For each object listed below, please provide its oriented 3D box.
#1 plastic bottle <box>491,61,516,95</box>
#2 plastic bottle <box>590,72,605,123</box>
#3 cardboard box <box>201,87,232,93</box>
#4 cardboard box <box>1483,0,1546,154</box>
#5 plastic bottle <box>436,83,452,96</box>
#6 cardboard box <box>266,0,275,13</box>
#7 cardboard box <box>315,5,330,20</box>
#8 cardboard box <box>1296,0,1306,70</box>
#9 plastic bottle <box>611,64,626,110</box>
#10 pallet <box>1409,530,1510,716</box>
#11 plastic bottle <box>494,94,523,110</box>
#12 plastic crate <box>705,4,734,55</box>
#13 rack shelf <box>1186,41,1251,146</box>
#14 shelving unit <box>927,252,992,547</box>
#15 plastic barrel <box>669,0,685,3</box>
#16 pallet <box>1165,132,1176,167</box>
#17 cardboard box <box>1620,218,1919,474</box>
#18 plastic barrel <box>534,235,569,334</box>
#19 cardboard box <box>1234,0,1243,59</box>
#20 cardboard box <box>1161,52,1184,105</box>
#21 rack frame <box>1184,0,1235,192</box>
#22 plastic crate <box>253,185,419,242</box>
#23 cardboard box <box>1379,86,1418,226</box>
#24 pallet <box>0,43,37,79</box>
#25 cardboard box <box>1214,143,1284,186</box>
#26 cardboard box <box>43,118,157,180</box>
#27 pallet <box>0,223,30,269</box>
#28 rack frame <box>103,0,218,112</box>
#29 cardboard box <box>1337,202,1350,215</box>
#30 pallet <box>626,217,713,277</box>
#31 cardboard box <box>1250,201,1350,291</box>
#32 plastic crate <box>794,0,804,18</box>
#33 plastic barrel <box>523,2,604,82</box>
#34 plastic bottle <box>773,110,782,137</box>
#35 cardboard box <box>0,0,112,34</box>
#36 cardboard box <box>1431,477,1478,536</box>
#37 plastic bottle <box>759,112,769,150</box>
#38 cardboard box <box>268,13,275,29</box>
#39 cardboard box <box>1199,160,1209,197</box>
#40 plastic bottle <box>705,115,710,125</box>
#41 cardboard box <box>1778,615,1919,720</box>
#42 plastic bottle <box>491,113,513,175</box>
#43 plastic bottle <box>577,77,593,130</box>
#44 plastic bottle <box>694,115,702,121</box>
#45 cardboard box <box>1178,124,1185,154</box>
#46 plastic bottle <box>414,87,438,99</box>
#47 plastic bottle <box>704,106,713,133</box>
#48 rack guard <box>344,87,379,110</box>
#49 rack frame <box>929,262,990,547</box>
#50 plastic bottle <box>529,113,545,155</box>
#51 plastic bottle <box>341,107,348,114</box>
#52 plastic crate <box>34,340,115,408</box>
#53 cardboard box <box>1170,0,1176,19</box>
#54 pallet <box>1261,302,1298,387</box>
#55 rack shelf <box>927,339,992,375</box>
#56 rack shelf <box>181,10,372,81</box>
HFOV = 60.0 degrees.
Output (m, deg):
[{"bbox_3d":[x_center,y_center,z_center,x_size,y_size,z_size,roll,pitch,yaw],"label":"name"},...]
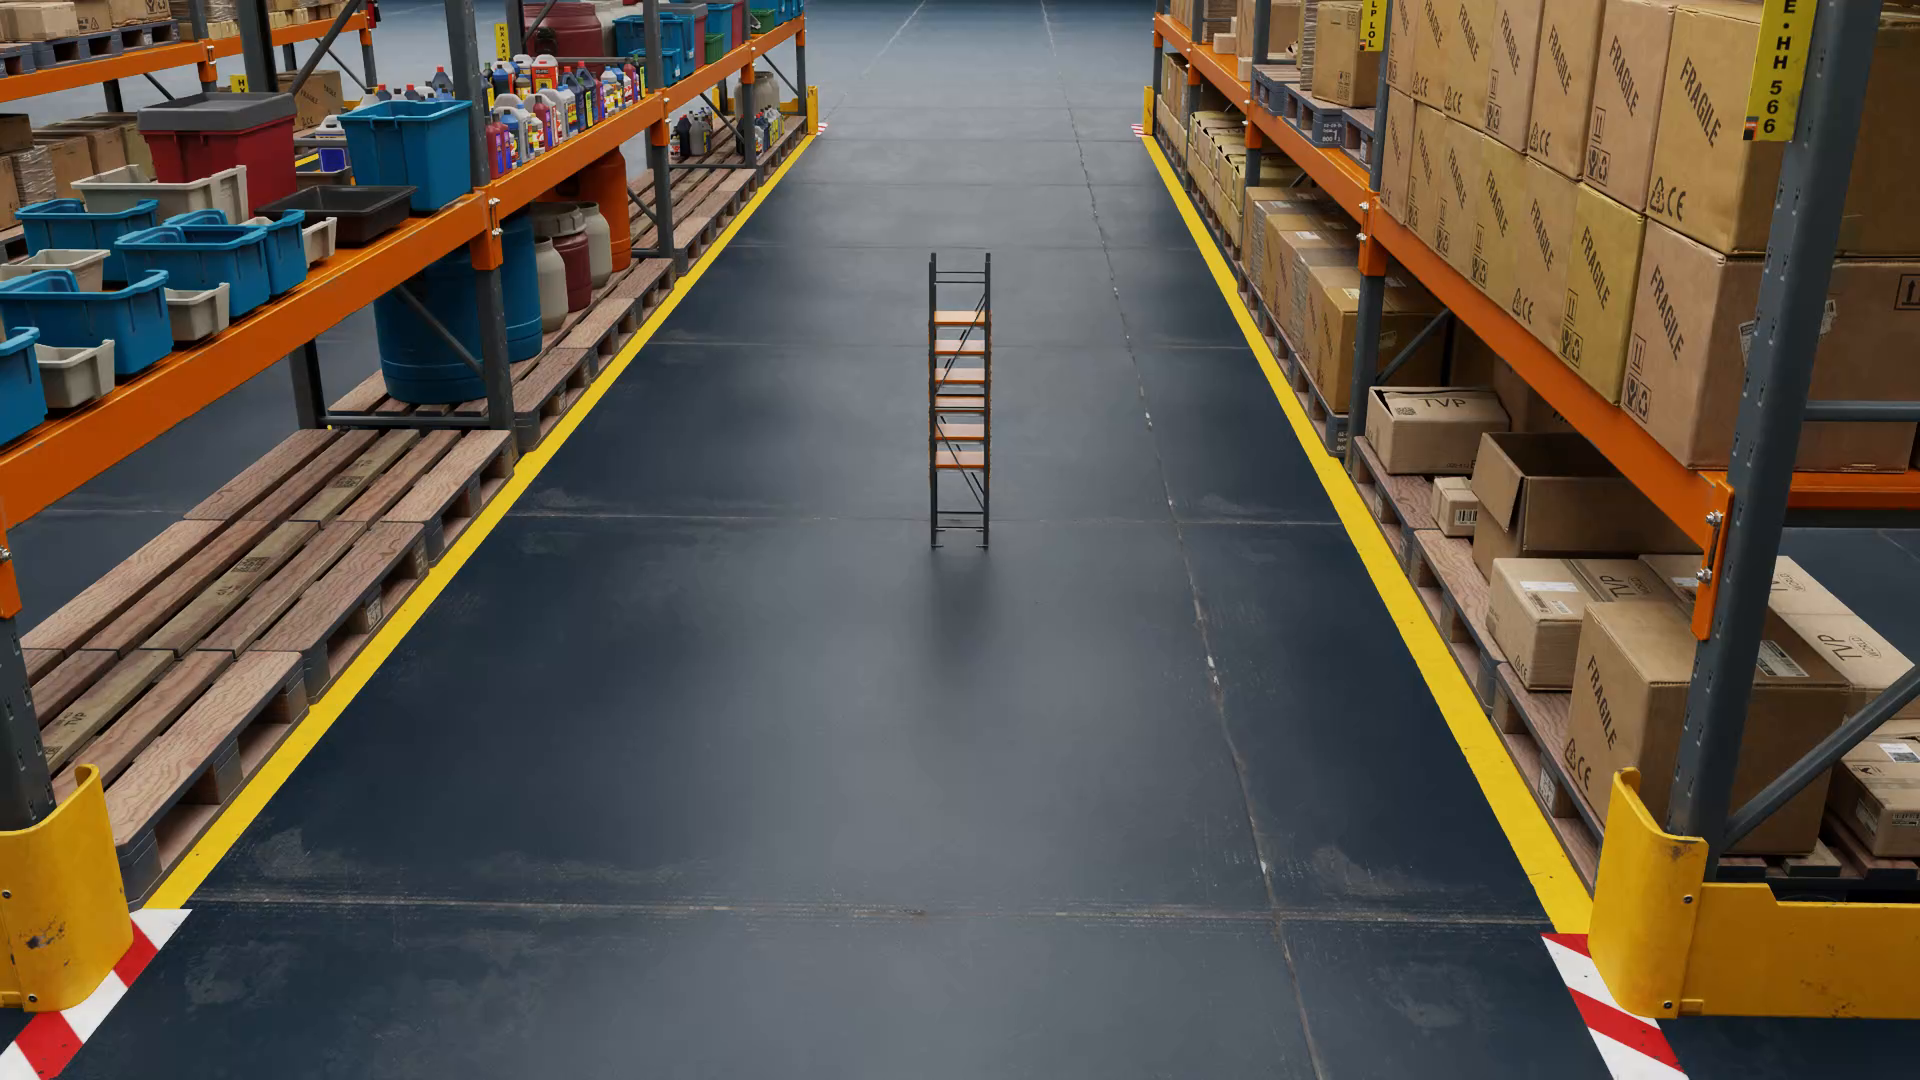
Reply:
[{"bbox_3d":[-2.857,-2.837,10.365,0.152,0.276,0.135,1,21,2],"label":"plastic bottle"},{"bbox_3d":[-2.127,-2.596,9.734,0.061,0.283,0.133,1,21,2],"label":"plastic bottle"},{"bbox_3d":[-7.333,-4.323,16.898,0.500,0.500,0.500,-1,21,-3],"label":"cardboard box"},{"bbox_3d":[1.981,-1.499,5.225,0.500,0.500,0.500,1,21,3],"label":"cardboard box"},{"bbox_3d":[-2.861,-2.391,9.223,0.097,0.271,0.097,0,21,0],"label":"plastic bottle"},{"bbox_3d":[-7.295,-5.425,16.315,0.875,0.500,0.500,1,21,2],"label":"cardboard box"},{"bbox_3d":[-7.003,-5.668,17.837,0.380,0.149,0.250,1,21,2],"label":"cardboard box"},{"bbox_3d":[2.538,-3.172,10.339,0.700,0.500,0.500,-7,22,-16],"label":"cardboard box"},{"bbox_3d":[-2.127,-2.808,10.298,0.097,0.271,0.097,0,21,0],"label":"plastic bottle"},{"bbox_3d":[2.267,0.278,6.021,1.003,0.211,1.213,1,21,2],"label":"pallet"},{"bbox_3d":[-2.357,-2.210,8.750,0.152,0.276,0.135,1,21,2],"label":"plastic bottle"},{"bbox_3d":[-2.107,-4.251,13.861,0.392,0.384,0.575,1,21,2],"label":"plastic crate"},{"bbox_3d":[2.505,-3.547,13.017,1.077,0.370,4.000,1,21,2],"label":"rack shelf"},{"bbox_3d":[0.000,-0.565,6.825,0.258,1.200,0.189,1,21,2],"label":"shelving unit"},{"bbox_3d":[-2.699,-4.758,14.453,0.600,0.901,0.708,1,21,2],"label":"plastic barrel"},{"bbox_3d":[2.667,-4.035,17.135,1.003,0.211,1.213,1,21,2],"label":"pallet"},{"bbox_3d":[1.943,-0.478,3.976,0.500,0.500,0.500,1,21,3],"label":"cardboard box"},{"bbox_3d":[-2.466,-1.460,9.504,0.421,0.512,0.421,0,21,0],"label":"plastic barrel"},{"bbox_3d":[2.511,-4.184,13.527,0.500,0.500,0.500,2,21,6],"label":"cardboard box"},{"bbox_3d":[2.436,-4.943,17.805,0.500,0.500,0.500,1,21,2],"label":"cardboard box"},{"bbox_3d":[2.566,-4.605,14.751,1.000,3.000,0.127,1,21,2],"label":"rack frame"},{"bbox_3d":[-2.394,-1.260,6.428,0.437,0.125,0.590,1,21,2],"label":"plastic crate"},{"bbox_3d":[2.035,-1.578,6.811,0.500,0.500,0.500,1,21,3],"label":"cardboard box"},{"bbox_3d":[-7.542,-3.439,12.010,1.213,0.211,1.003,1,21,2],"label":"pallet"},{"bbox_3d":[2.242,-2.897,12.793,0.500,0.311,0.500,0,21,1],"label":"cardboard box"},{"bbox_3d":[-7.409,-3.361,14.392,0.700,0.500,0.500,1,21,1],"label":"cardboard box"},{"bbox_3d":[-7.432,-2.252,12.540,1.003,0.211,1.213,1,21,2],"label":"pallet"},{"bbox_3d":[-7.335,-4.715,15.035,1.000,3.000,0.127,1,21,2],"label":"rack frame"},{"bbox_3d":[2.651,-1.858,10.518,0.500,0.500,0.500,1,21,4],"label":"cardboard box"},{"bbox_3d":[-2.444,-2.194,12.393,1.003,0.211,1.213,1,21,2],"label":"pallet"},{"bbox_3d":[2.135,-1.848,10.492,0.500,0.500,0.500,0,21,0],"label":"cardboard box"},{"bbox_3d":[-1.979,-5.854,18.174,0.499,0.251,0.616,1,21,2],"label":"plastic crate"},{"bbox_3d":[-2.795,-3.449,11.584,0.600,0.536,0.708,1,21,2],"label":"plastic barrel"},{"bbox_3d":[-1.916,-4.283,17.077,0.152,0.276,0.135,1,21,2],"label":"plastic bottle"},{"bbox_3d":[-7.296,-4.332,13.323,0.797,0.503,0.637,3,21,7],"label":"cardboard box"},{"bbox_3d":[2.078,-0.135,6.538,0.380,0.166,0.250,1,21,2],"label":"cardboard box"},{"bbox_3d":[-1.940,-3.987,16.211,0.144,0.351,0.185,0,21,-1],"label":"plastic bottle"},{"bbox_3d":[-7.015,-5.125,16.438,0.380,0.149,0.250,1,21,2],"label":"cardboard box"},{"bbox_3d":[2.276,-3.004,13.844,0.500,0.250,0.500,0,21,0],"label":"cardboard box"},{"bbox_3d":[-2.522,-4.080,16.543,0.061,0.283,0.133,1,21,2],"label":"plastic bottle"},{"bbox_3d":[2.517,0.436,4.951,0.500,0.250,0.500,1,21,2],"label":"cardboard box"},{"bbox_3d":[-2.186,-1.890,7.915,0.061,0.283,0.133,1,21,2],"label":"plastic bottle"},{"bbox_3d":[-2.137,-2.481,9.438,0.061,0.283,0.133,1,21,2],"label":"plastic bottle"},{"bbox_3d":[-2.629,-4.077,16.547,0.152,0.276,0.135,1,21,3],"label":"plastic bottle"},{"bbox_3d":[2.387,-3.870,16.076,0.500,0.250,0.500,1,21,2],"label":"cardboard box"},{"bbox_3d":[-2.902,-2.304,8.991,0.152,0.276,0.135,1,21,2],"label":"plastic bottle"},{"bbox_3d":[-2.630,-4.388,17.355,0.097,0.271,0.097,0,21,0],"label":"plastic bottle"},{"bbox_3d":[-7.216,-4.969,19.144,1.175,0.500,0.348,1,21,2],"label":"rack guard"},{"bbox_3d":[-0.002,-0.532,6.740,0.240,1.200,0.006,1,21,2],"label":"rack frame"},{"bbox_3d":[-2.185,-2.083,8.526,0.097,0.201,0.097,0,21,0],"label":"plastic bottle"},{"bbox_3d":[-2.978,-1.944,8.054,0.061,0.283,0.133,1,21,2],"label":"plastic bottle"},{"bbox_3d":[-2.321,-0.428,4.267,0.250,0.136,0.298,1,21,2],"label":"plastic crate"},{"bbox_3d":[2.661,-5.929,18.025,0.700,0.500,0.500,1,21,2],"label":"cardboard box"},{"bbox_3d":[2.344,-1.149,9.699,1.003,0.211,1.213,1,21,2],"label":"pallet"},{"bbox_3d":[0.000,-0.747,6.755,0.258,0.103,0.180,1,21,2],"label":"rack shelf"},{"bbox_3d":[-7.275,-5.103,17.029,1.077,0.370,4.000,1,21,2],"label":"rack shelf"}]
